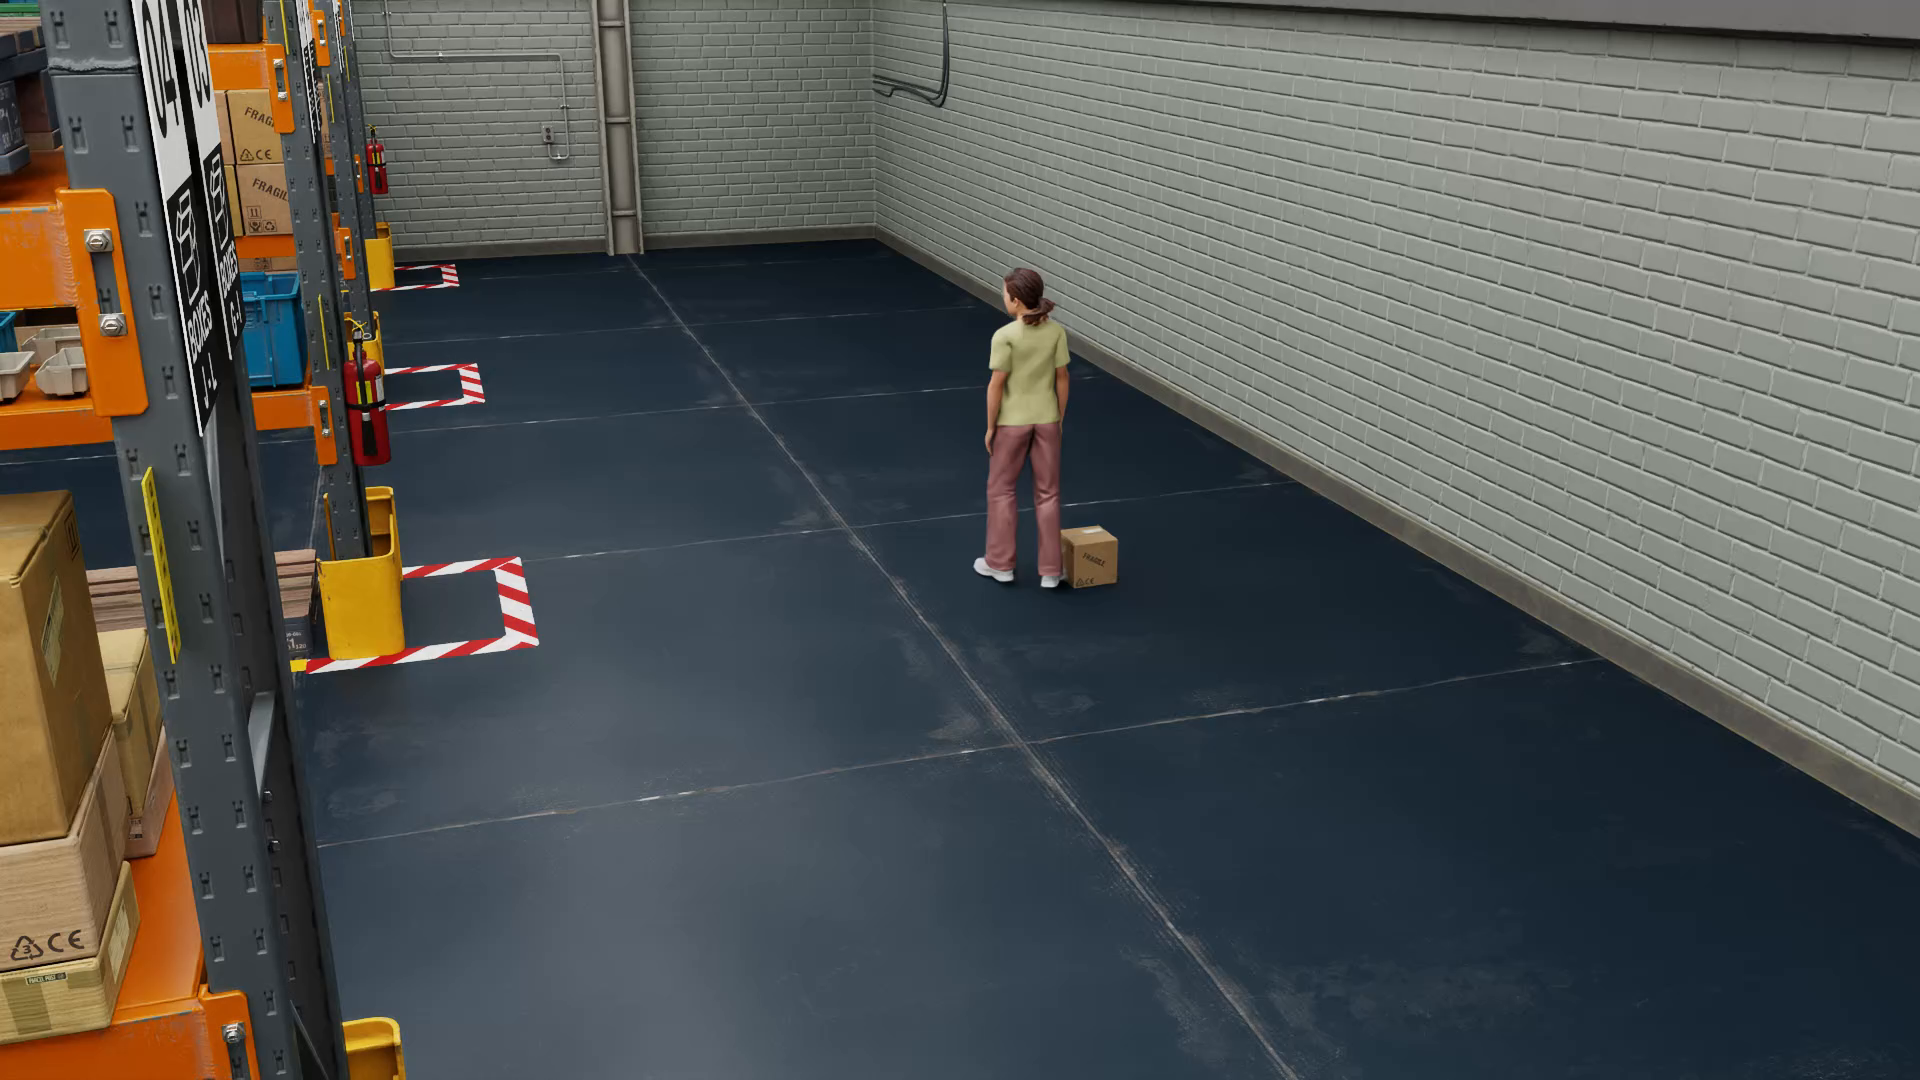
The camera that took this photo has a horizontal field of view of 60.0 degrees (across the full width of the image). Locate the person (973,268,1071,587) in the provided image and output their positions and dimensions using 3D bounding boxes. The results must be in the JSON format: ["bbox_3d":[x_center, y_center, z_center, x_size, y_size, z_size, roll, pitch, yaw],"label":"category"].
[{"bbox_3d":[0.346,-0.585,8.692,0.477,1.674,0.482,-6,20,-16],"label":"person"}]
